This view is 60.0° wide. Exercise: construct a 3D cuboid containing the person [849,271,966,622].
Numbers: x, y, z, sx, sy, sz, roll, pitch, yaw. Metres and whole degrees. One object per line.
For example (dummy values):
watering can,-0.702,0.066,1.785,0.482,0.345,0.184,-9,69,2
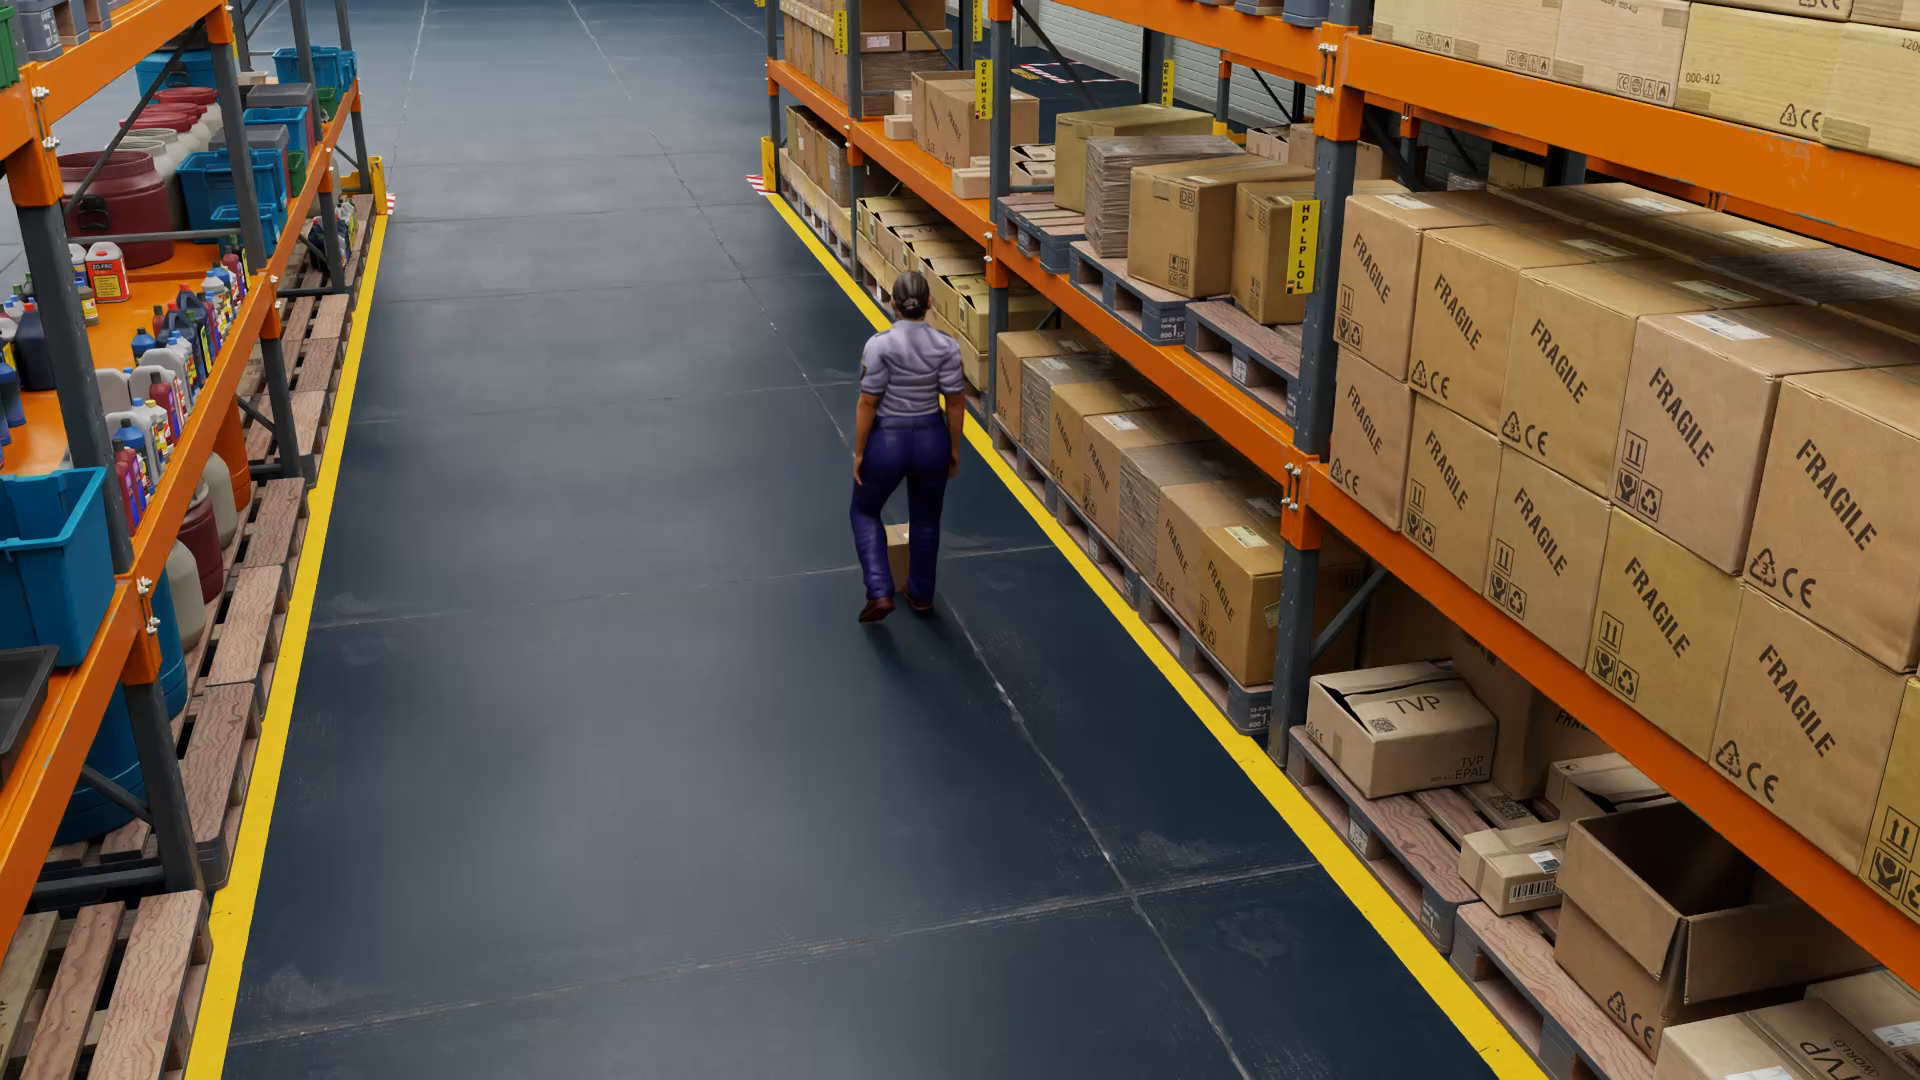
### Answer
person,-0.251,-0.409,7.536,0.509,1.663,0.504,-7,24,-15
